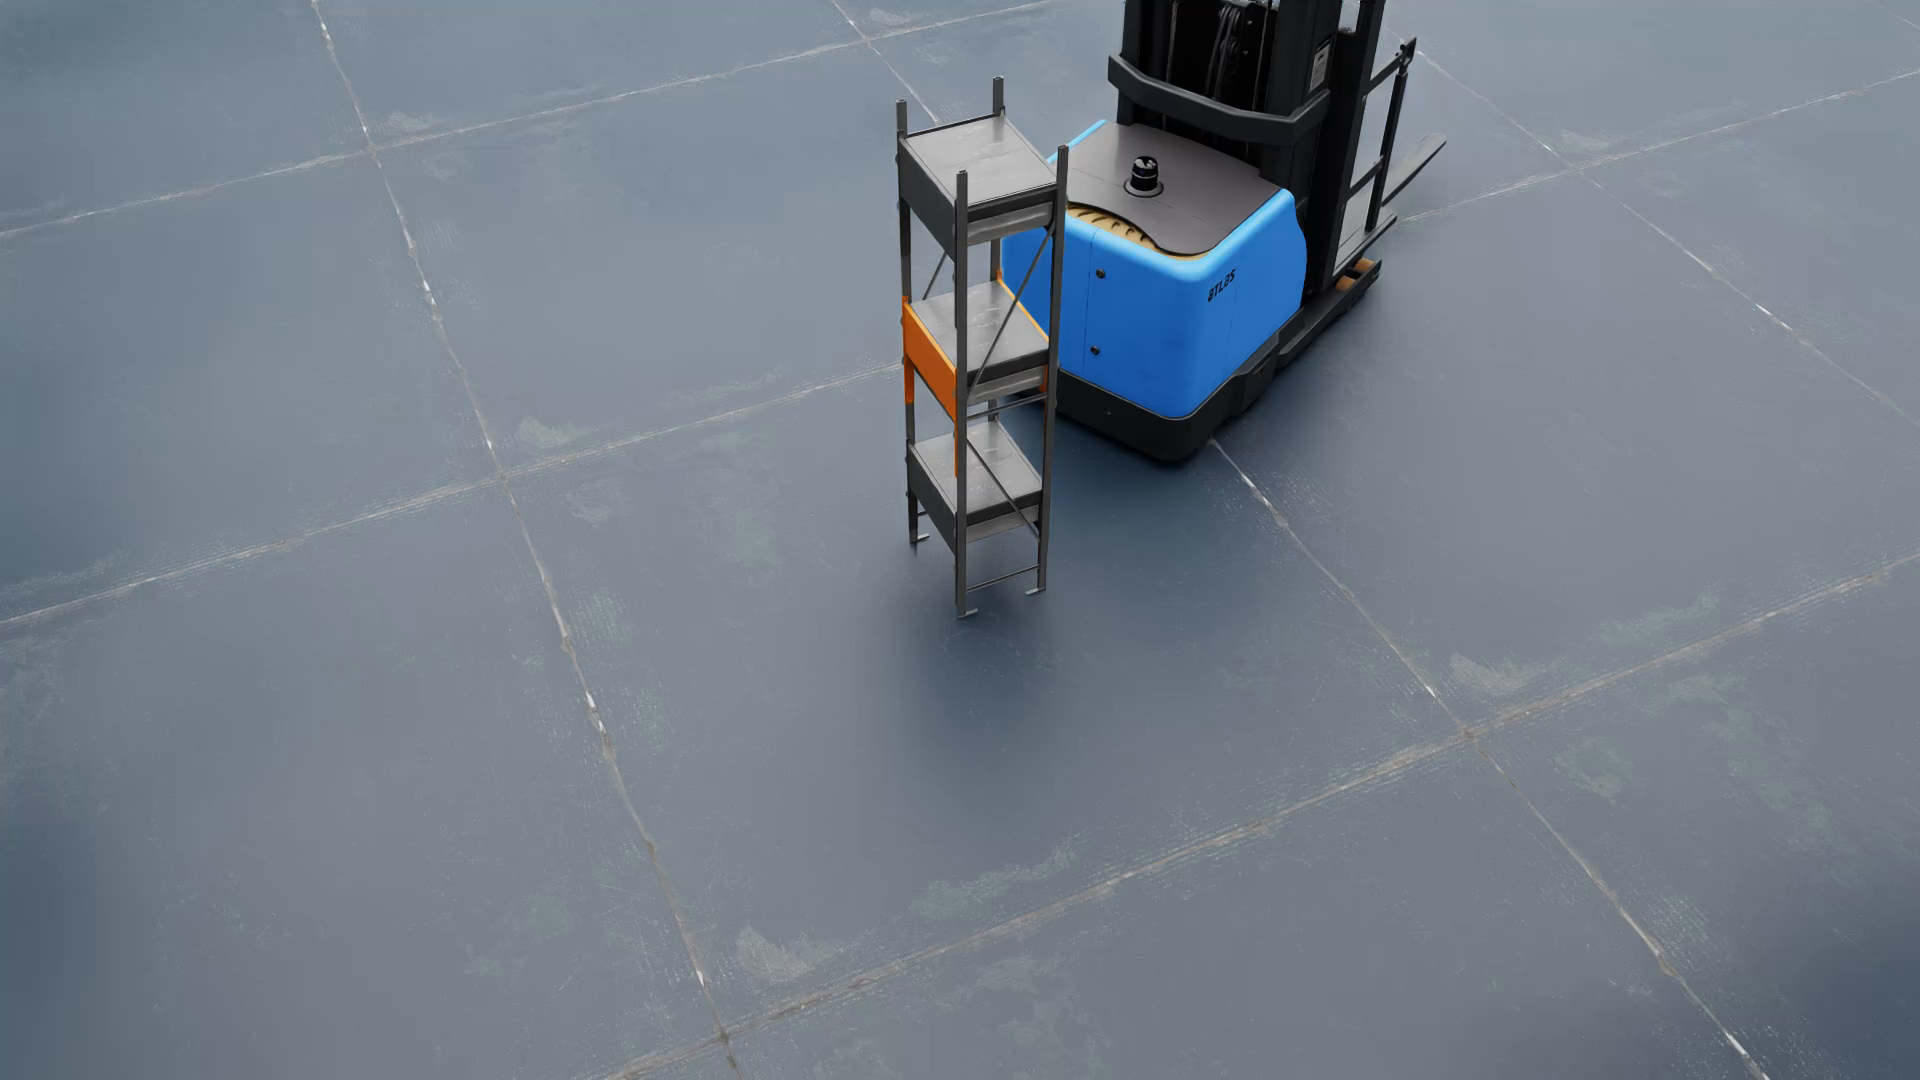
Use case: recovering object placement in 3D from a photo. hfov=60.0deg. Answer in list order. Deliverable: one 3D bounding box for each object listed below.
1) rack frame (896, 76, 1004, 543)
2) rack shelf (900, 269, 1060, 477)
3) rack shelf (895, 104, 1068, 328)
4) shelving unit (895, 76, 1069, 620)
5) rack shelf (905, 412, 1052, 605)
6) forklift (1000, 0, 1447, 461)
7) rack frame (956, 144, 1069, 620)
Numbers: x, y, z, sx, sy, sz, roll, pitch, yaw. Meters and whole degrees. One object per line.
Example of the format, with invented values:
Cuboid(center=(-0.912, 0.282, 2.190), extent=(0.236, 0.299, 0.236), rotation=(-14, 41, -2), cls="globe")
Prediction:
Cuboid(center=(-0.033, -0.797, 6.432), extent=(0.400, 2.100, 0.015), rotation=(-18, 47, -17), cls="rack frame")
Cuboid(center=(0.070, -0.632, 6.284), extent=(0.431, 0.518, 0.480), rotation=(-18, 47, -17), cls="rack shelf")
Cuboid(center=(0.070, -1.130, 5.792), extent=(0.431, 0.518, 0.480), rotation=(-18, 47, -17), cls="rack shelf")
Cuboid(center=(0.070, -0.642, 6.274), extent=(0.431, 2.100, 0.503), rotation=(-18, 47, -17), cls="shelving unit")
Cuboid(center=(0.070, -0.134, 6.776), extent=(0.431, 0.518, 0.480), rotation=(-18, 47, -17), cls="rack shelf")
Cuboid(center=(1.460, -2.379, 7.443), extent=(1.130, 2.935, 3.031), rotation=(28, 51, 26), cls="forklift")
Cuboid(center=(0.172, -0.486, 6.117), extent=(0.400, 2.100, 0.015), rotation=(-18, 47, -17), cls="rack frame")
